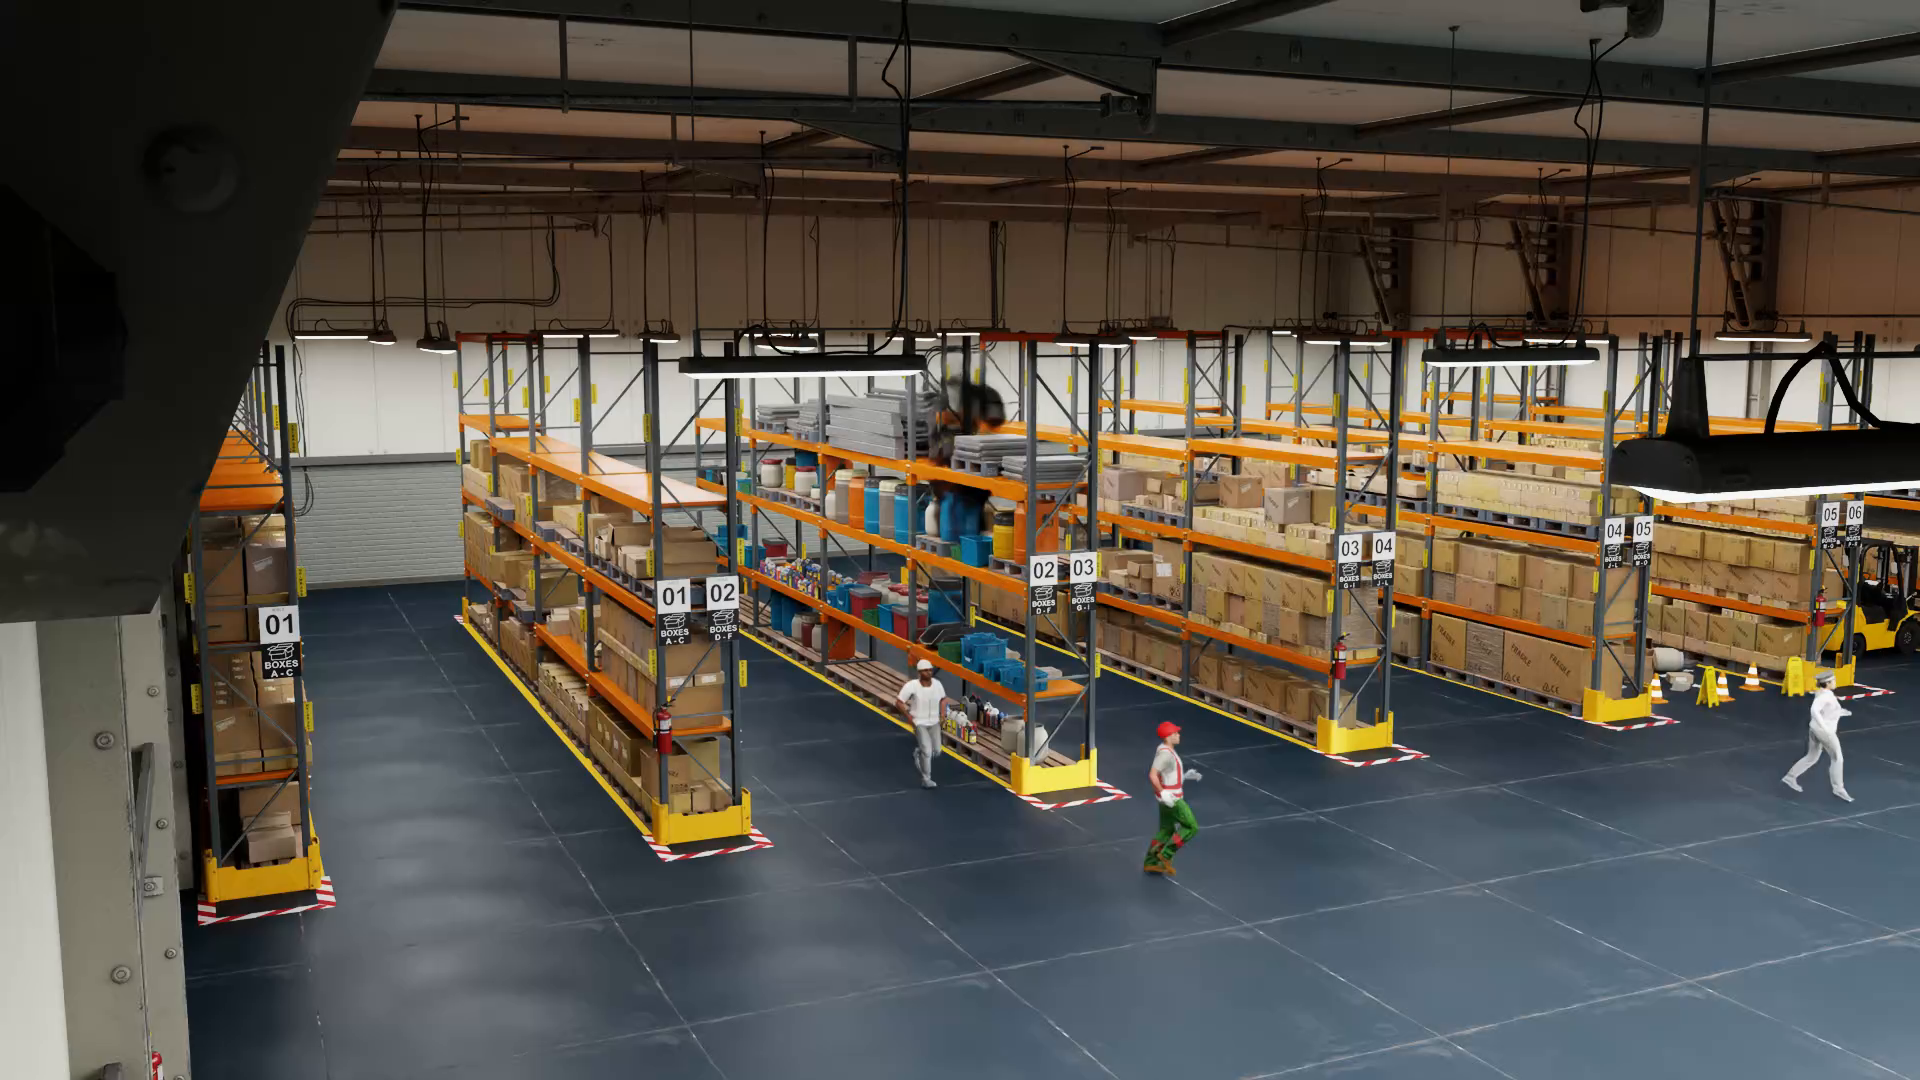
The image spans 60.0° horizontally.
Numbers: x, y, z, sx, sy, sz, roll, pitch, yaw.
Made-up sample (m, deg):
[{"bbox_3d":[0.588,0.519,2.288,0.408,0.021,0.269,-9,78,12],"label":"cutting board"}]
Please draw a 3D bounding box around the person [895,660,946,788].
[{"bbox_3d":[-0.513,2.462,22.486,0.733,1.742,0.711,-4,9,-30],"label":"person"}]

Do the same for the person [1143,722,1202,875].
[{"bbox_3d":[2.417,2.918,18.815,0.656,1.748,0.646,0,8,0],"label":"person"}]

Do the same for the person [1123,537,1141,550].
[{"bbox_3d":[4.438,-0.186,42.506,0.621,1.566,0.513,-3,8,-22],"label":"person"}]

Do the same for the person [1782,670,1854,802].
[{"bbox_3d":[11.307,2.554,21.841,0.864,1.736,0.605,1,8,9],"label":"person"}]
